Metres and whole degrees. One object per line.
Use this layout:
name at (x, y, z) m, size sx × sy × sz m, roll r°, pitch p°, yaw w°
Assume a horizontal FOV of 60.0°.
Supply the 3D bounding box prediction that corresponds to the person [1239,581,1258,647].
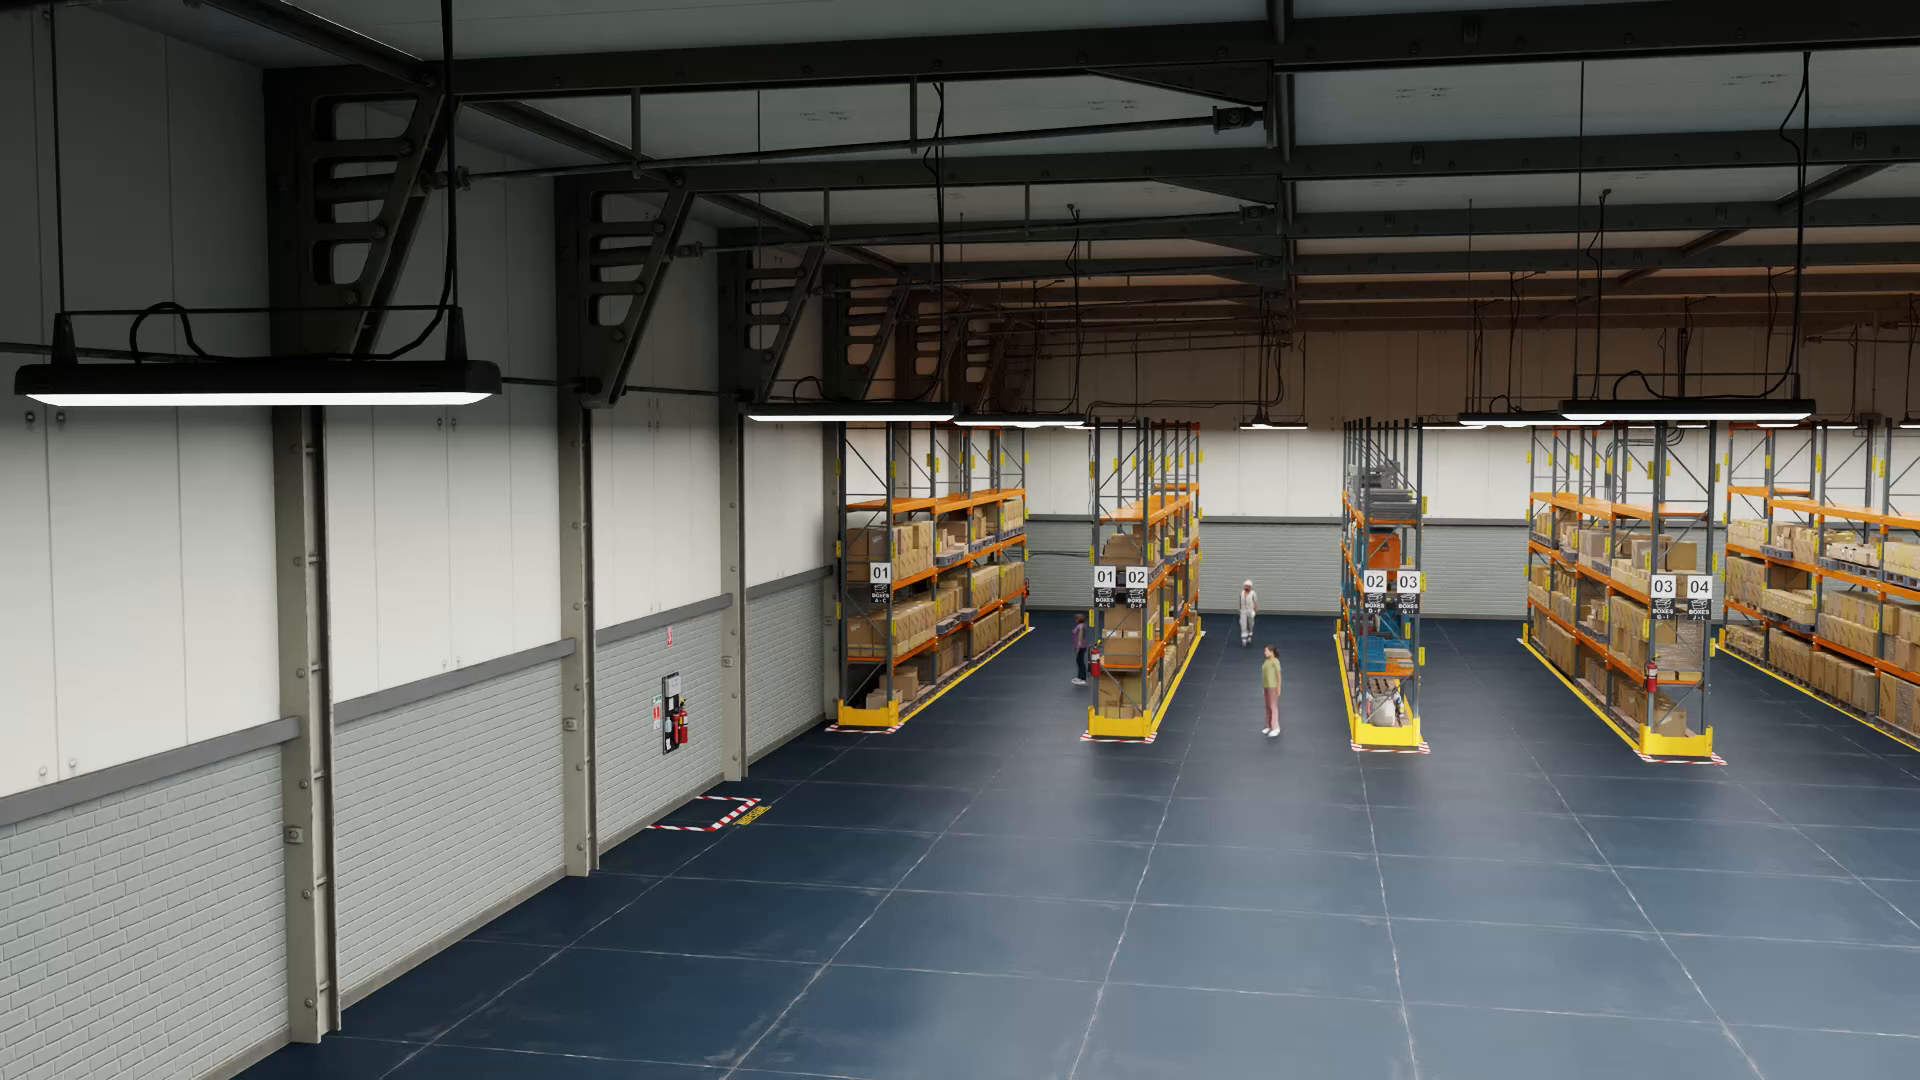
person at (7.698, 1.955, 44.380) m, size 0.486 × 1.736 × 1.051 m, roll 1°, pitch 4°, yaw 9°

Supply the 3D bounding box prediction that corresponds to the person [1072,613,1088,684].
person at (2.732, 2.458, 37.840) m, size 0.350 × 1.601 × 0.468 m, roll 0°, pitch 4°, yaw 4°

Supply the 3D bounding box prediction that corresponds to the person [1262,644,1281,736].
person at (5.912, 2.845, 31.599) m, size 0.372 × 1.710 × 0.560 m, roll -1°, pitch 4°, yaw -15°
